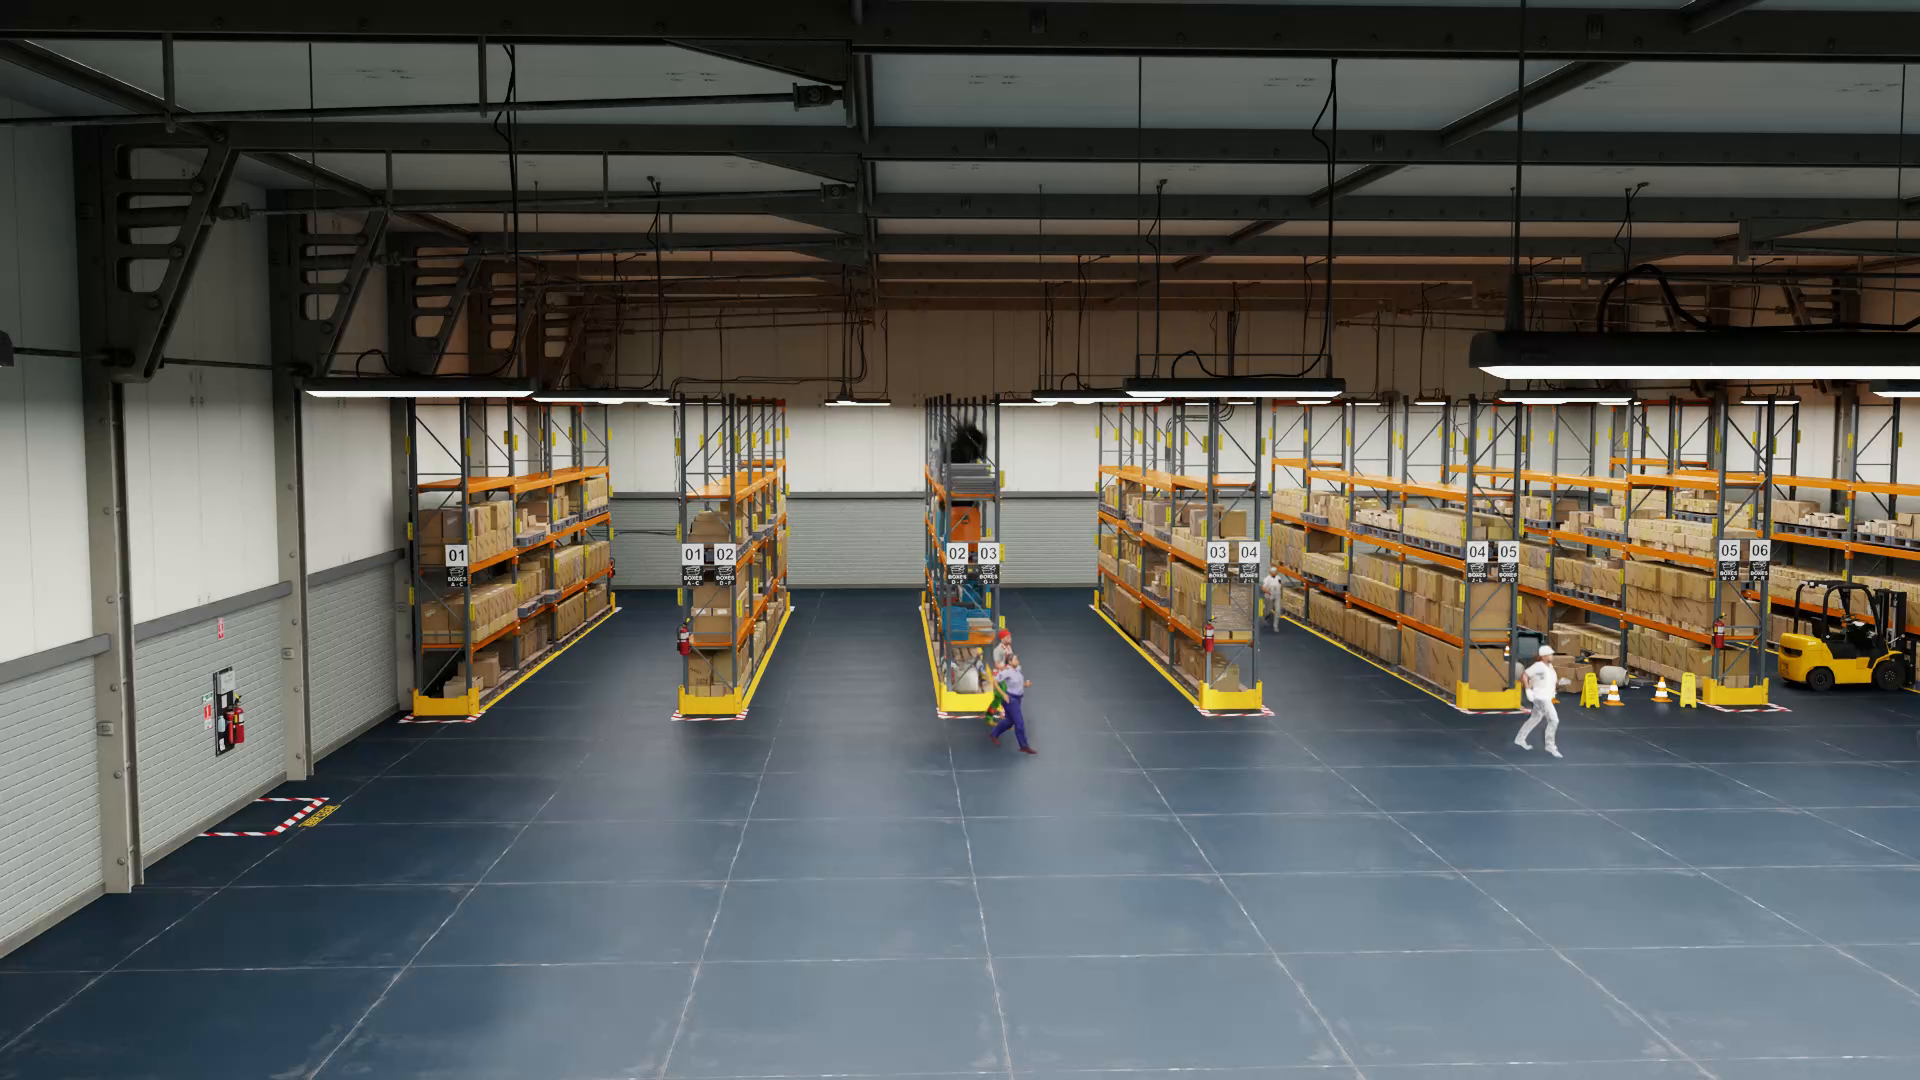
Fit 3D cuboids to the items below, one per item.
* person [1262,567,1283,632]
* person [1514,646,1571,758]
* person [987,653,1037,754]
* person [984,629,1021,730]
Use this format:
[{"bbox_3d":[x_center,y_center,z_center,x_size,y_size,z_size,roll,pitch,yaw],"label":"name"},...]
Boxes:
[{"bbox_3d":[8.076,1.513,43.013,0.595,1.663,0.879,0,5,-5],"label":"person"},{"bbox_3d":[9.610,2.657,27.458,0.882,1.842,0.661,3,5,30],"label":"person"},{"bbox_3d":[0.863,2.705,27.647,0.939,1.631,0.603,2,5,21],"label":"person"},{"bbox_3d":[0.800,2.510,29.642,0.750,1.852,0.679,3,5,31],"label":"person"}]
